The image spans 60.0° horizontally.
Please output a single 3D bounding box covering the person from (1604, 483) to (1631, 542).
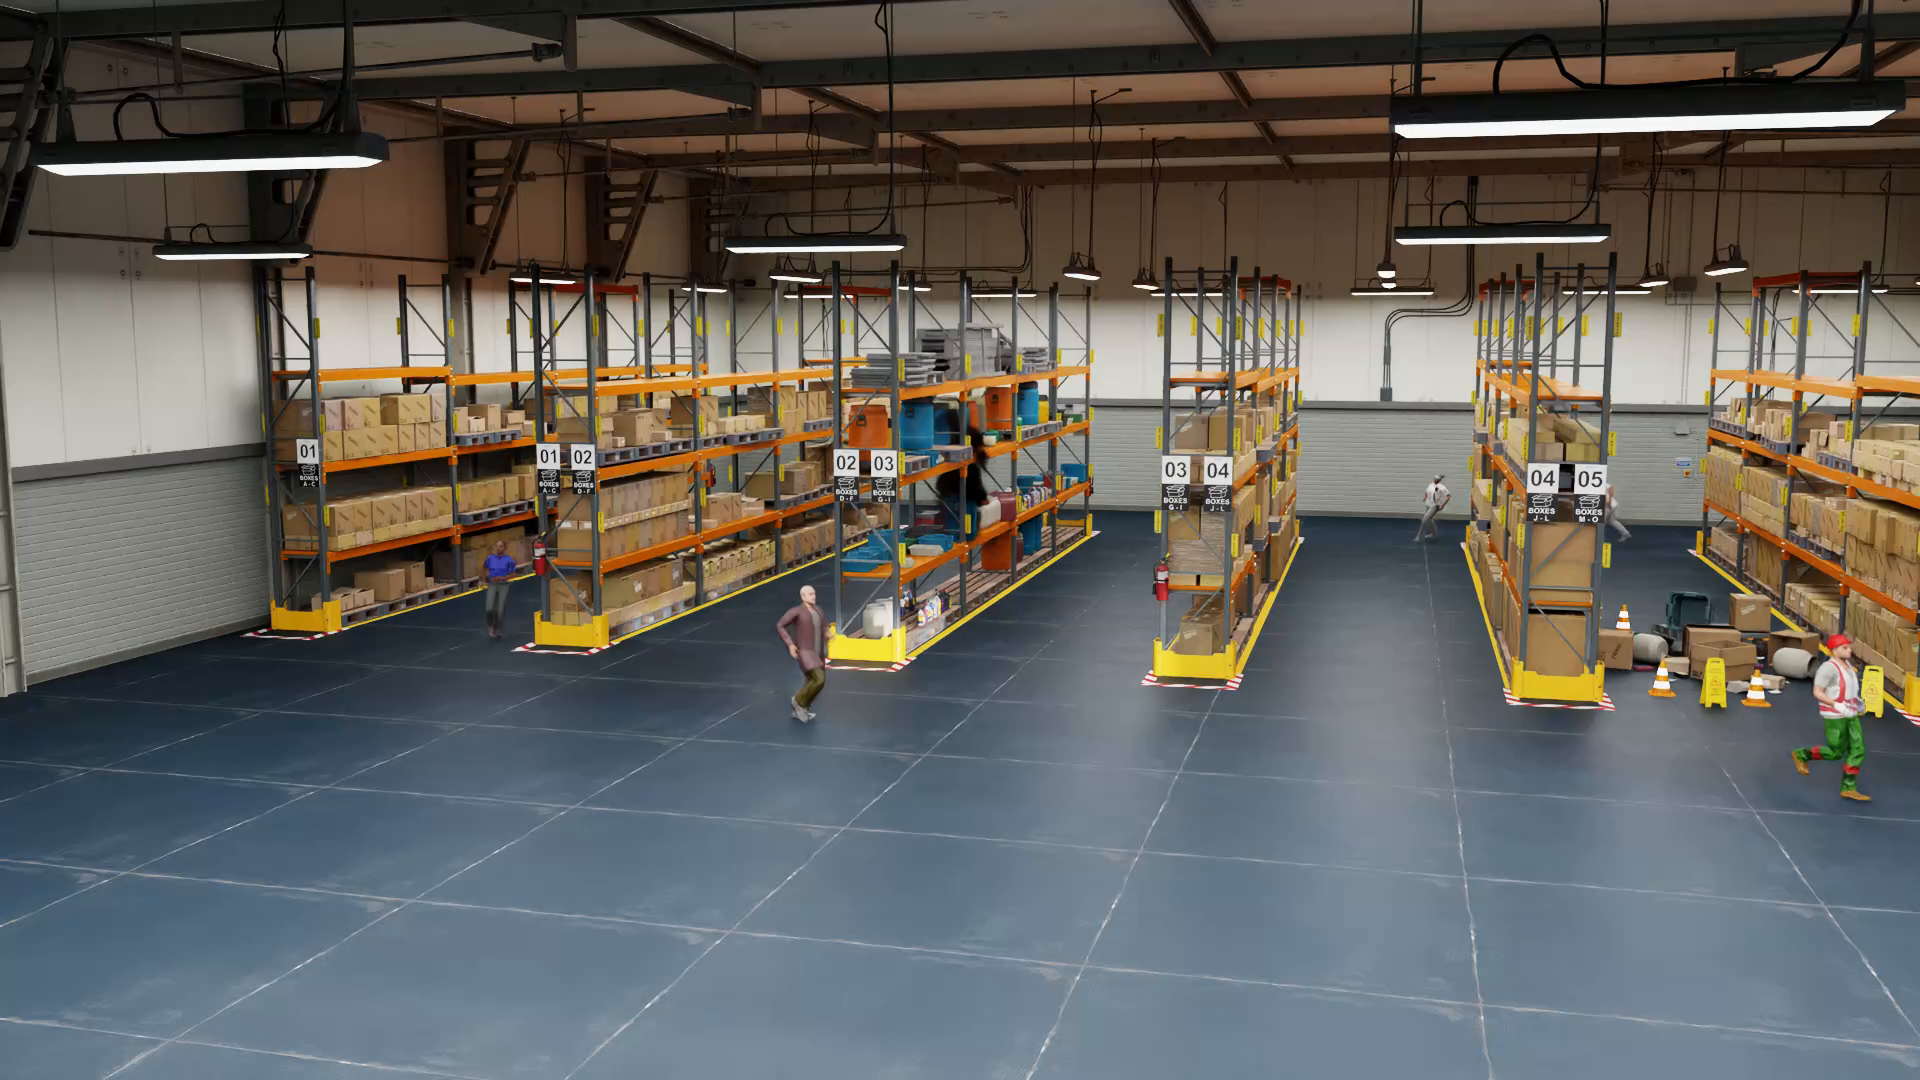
[{"bbox_3d":[15.074,-0.684,38.589,1.000,1.723,0.706,1,7,8],"label":"person"}]

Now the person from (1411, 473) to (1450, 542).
[{"bbox_3d":[11.112,-0.767,39.116,0.791,1.666,0.744,-4,8,-26],"label":"person"}]

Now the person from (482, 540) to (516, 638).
[{"bbox_3d":[-7.455,0.798,26.860,0.564,1.602,0.589,-1,7,-9],"label":"person"}]

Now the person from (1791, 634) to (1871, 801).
[{"bbox_3d":[9.445,1.879,17.910,0.669,1.748,0.848,-4,8,-31],"label":"person"}]

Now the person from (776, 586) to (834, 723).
[{"bbox_3d":[-1.885,1.488,21.119,0.702,1.668,0.682,5,9,34],"label":"person"}]
